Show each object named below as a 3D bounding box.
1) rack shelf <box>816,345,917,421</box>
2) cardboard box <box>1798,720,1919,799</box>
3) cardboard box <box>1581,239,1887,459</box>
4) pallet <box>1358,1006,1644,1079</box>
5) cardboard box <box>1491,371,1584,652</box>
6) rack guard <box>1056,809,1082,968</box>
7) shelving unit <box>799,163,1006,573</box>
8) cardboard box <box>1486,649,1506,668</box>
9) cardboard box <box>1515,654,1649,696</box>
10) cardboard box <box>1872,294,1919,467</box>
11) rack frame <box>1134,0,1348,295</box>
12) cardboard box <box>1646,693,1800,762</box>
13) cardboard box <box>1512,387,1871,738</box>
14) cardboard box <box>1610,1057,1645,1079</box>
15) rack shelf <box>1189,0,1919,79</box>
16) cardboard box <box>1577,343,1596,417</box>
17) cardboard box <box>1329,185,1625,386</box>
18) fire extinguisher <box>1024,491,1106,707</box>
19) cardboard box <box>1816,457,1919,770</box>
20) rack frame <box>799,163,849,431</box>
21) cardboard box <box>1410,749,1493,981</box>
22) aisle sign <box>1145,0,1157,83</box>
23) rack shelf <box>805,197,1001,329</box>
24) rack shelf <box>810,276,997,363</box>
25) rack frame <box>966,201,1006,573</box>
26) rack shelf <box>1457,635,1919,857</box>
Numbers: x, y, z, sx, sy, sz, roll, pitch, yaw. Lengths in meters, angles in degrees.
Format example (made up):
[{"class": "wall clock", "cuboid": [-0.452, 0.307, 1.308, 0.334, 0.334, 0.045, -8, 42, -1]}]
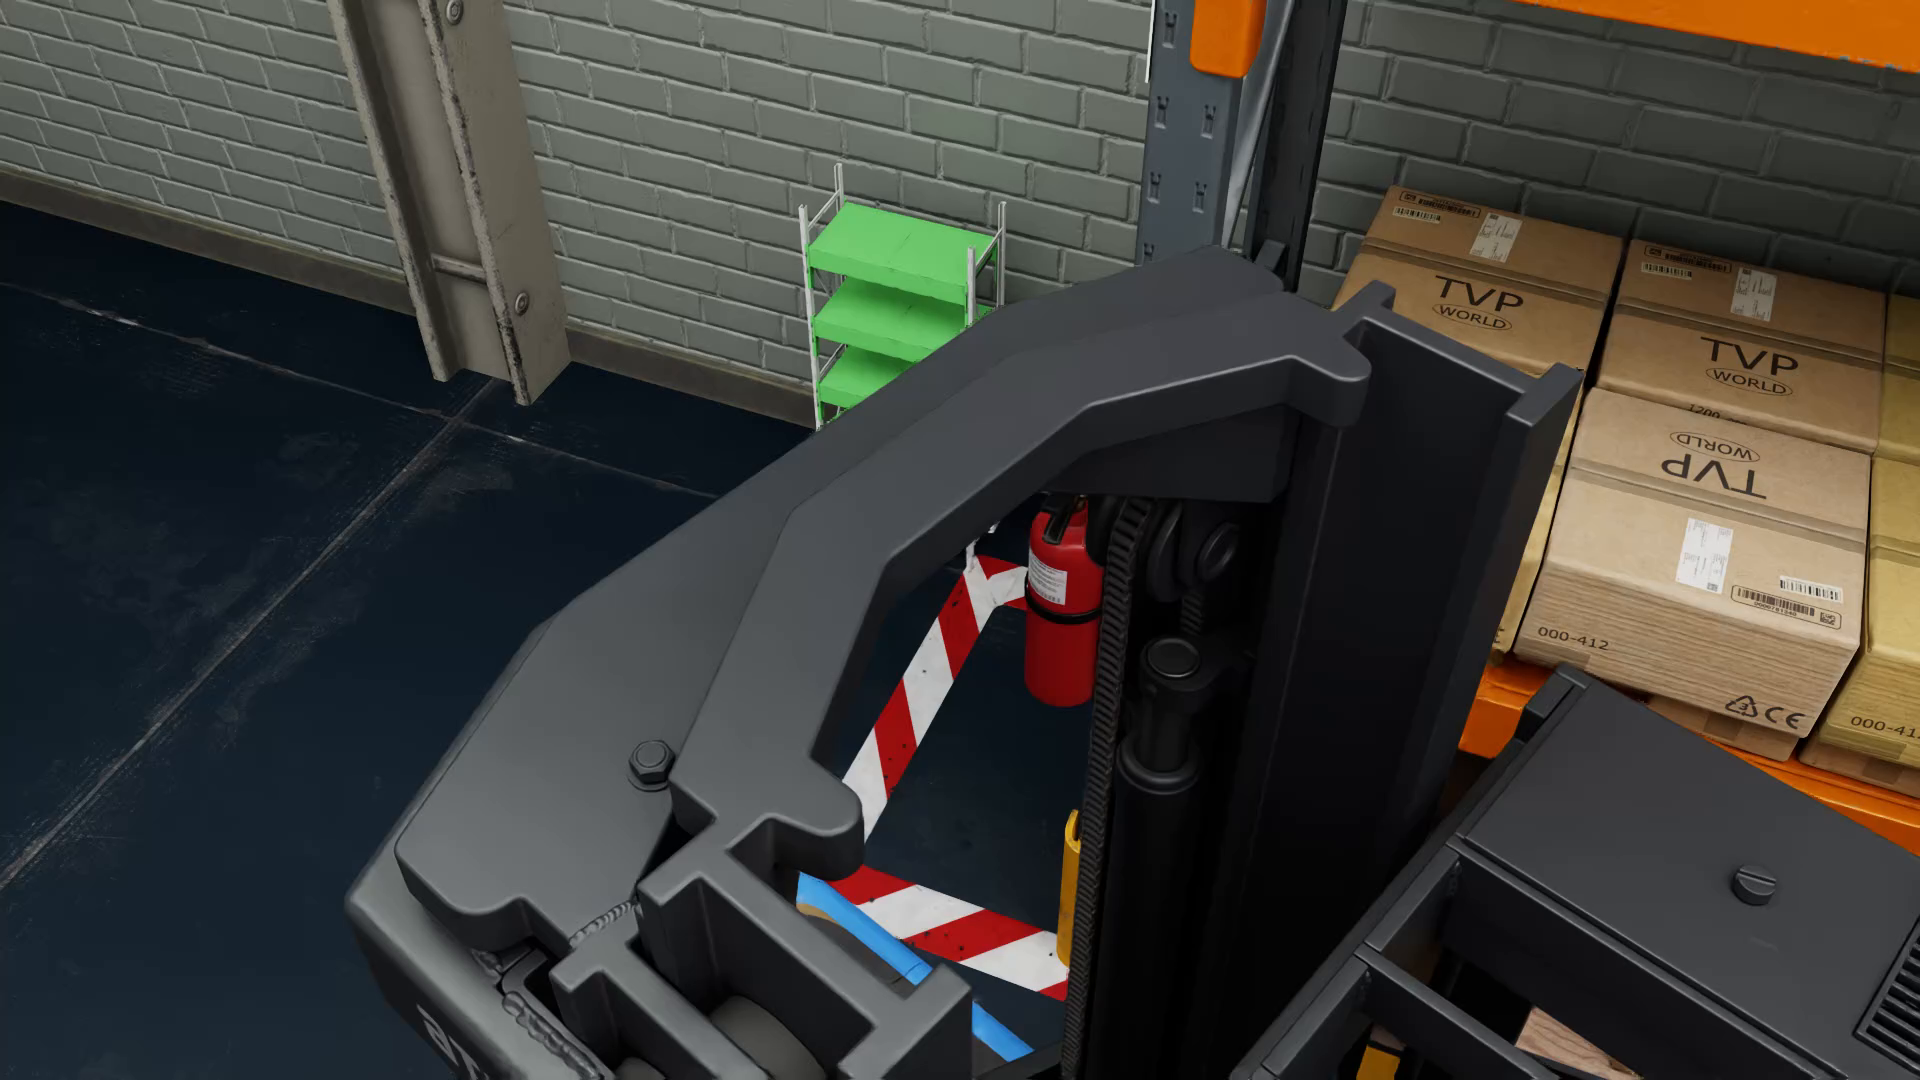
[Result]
[{"class": "rack shelf", "cuboid": [-0.153, -0.425, 4.917, 0.480, 0.148, 0.258, 16, 47, 16]}, {"class": "cardboard box", "cuboid": [1.700, 0.264, 3.036, 0.250, 0.149, 0.380, 17, 47, 16]}, {"class": "cardboard box", "cuboid": [1.539, -0.317, 3.337, 0.500, 0.250, 0.500, 17, 47, 16]}, {"class": "pallet", "cuboid": [1.343, 0.868, 4.228, 1.213, 0.211, 1.003, 16, 47, 16]}, {"class": "cardboard box", "cuboid": [0.852, -0.111, 3.130, 0.500, 0.250, 0.500, 17, 47, 16]}, {"class": "rack guard", "cuboid": [0.607, 0.549, 4.343, 0.348, 0.500, 1.175, 16, 47, 16]}, {"class": "shelving unit", "cuboid": [-0.153, -0.470, 4.872, 0.503, 1.200, 0.258, 16, 47, 16]}, {"class": "cardboard box", "cuboid": [0.987, 0.039, 3.263, 0.250, 0.149, 0.380, 17, 47, 17]}, {"class": "cardboard box", "cuboid": [1.243, 0.087, 3.214, 0.250, 0.149, 0.380, 16, 47, 15]}, {"class": "cardboard box", "cuboid": [1.994, -0.179, 3.199, 0.500, 0.250, 0.500, 18, 48, 17]}, {"class": "rack frame", "cuboid": [0.537, -0.357, 3.482, 0.127, 3.000, 1.000, 16, 47, 16]}, {"class": "cardboard box", "cuboid": [1.453, 0.196, 3.105, 0.250, 0.149, 0.380, 18, 48, 17]}, {"class": "cardboard box", "cuboid": [1.317, 0.026, 2.993, 0.500, 0.250, 0.500, 17, 47, 16]}, {"class": "cardboard box", "cuboid": [1.839, 0.865, 3.728, 0.500, 0.500, 0.700, 18, 48, 17]}, {"class": "rack shelf", "cuboid": [2.383, -0.622, 2.132, 4.000, 0.370, 1.077, 16, 47, 16]}, {"class": "cardboard box", "cuboid": [1.434, -0.228, 3.530, 0.250, 0.149, 0.380, 15, 47, 15]}, {"class": "cardboard box", "cuboid": [1.064, -0.457, 3.478, 0.500, 0.250, 0.500, 18, 48, 17]}, {"class": "fire extinguisher", "cuboid": [0.223, 0.063, 3.379, 0.183, 0.674, 0.296, 16, 47, 16]}, {"class": "cardboard box", "cuboid": [1.786, 0.161, 2.857, 0.500, 0.250, 0.500, 16, 47, 15]}, {"class": "rack frame", "cuboid": [-0.378, -0.537, 4.939, 0.015, 1.200, 0.240, 16, 47, 16]}, {"class": "cardboard box", "cuboid": [1.065, 0.607, 3.986, 0.637, 0.503, 0.797, 15, 47, 14]}, {"class": "aisle sign", "cuboid": [0.361, -1.106, 2.392, 0.004, 0.787, 0.394, 16, 47, 16]}, {"class": "rack shelf", "cuboid": [-0.153, -0.765, 4.579, 0.480, 0.148, 0.258, 16, 47, 16]}, {"class": "rack shelf", "cuboid": [-0.153, -0.595, 4.748, 0.480, 0.148, 0.258, 16, 47, 16]}, {"class": "rack frame", "cuboid": [0.072, -0.404, 4.805, 0.015, 1.200, 0.240, 16, 47, 16]}, {"class": "rack shelf", "cuboid": [2.383, 0.441, 3.190, 4.000, 0.370, 1.077, 16, 47, 16]}]
